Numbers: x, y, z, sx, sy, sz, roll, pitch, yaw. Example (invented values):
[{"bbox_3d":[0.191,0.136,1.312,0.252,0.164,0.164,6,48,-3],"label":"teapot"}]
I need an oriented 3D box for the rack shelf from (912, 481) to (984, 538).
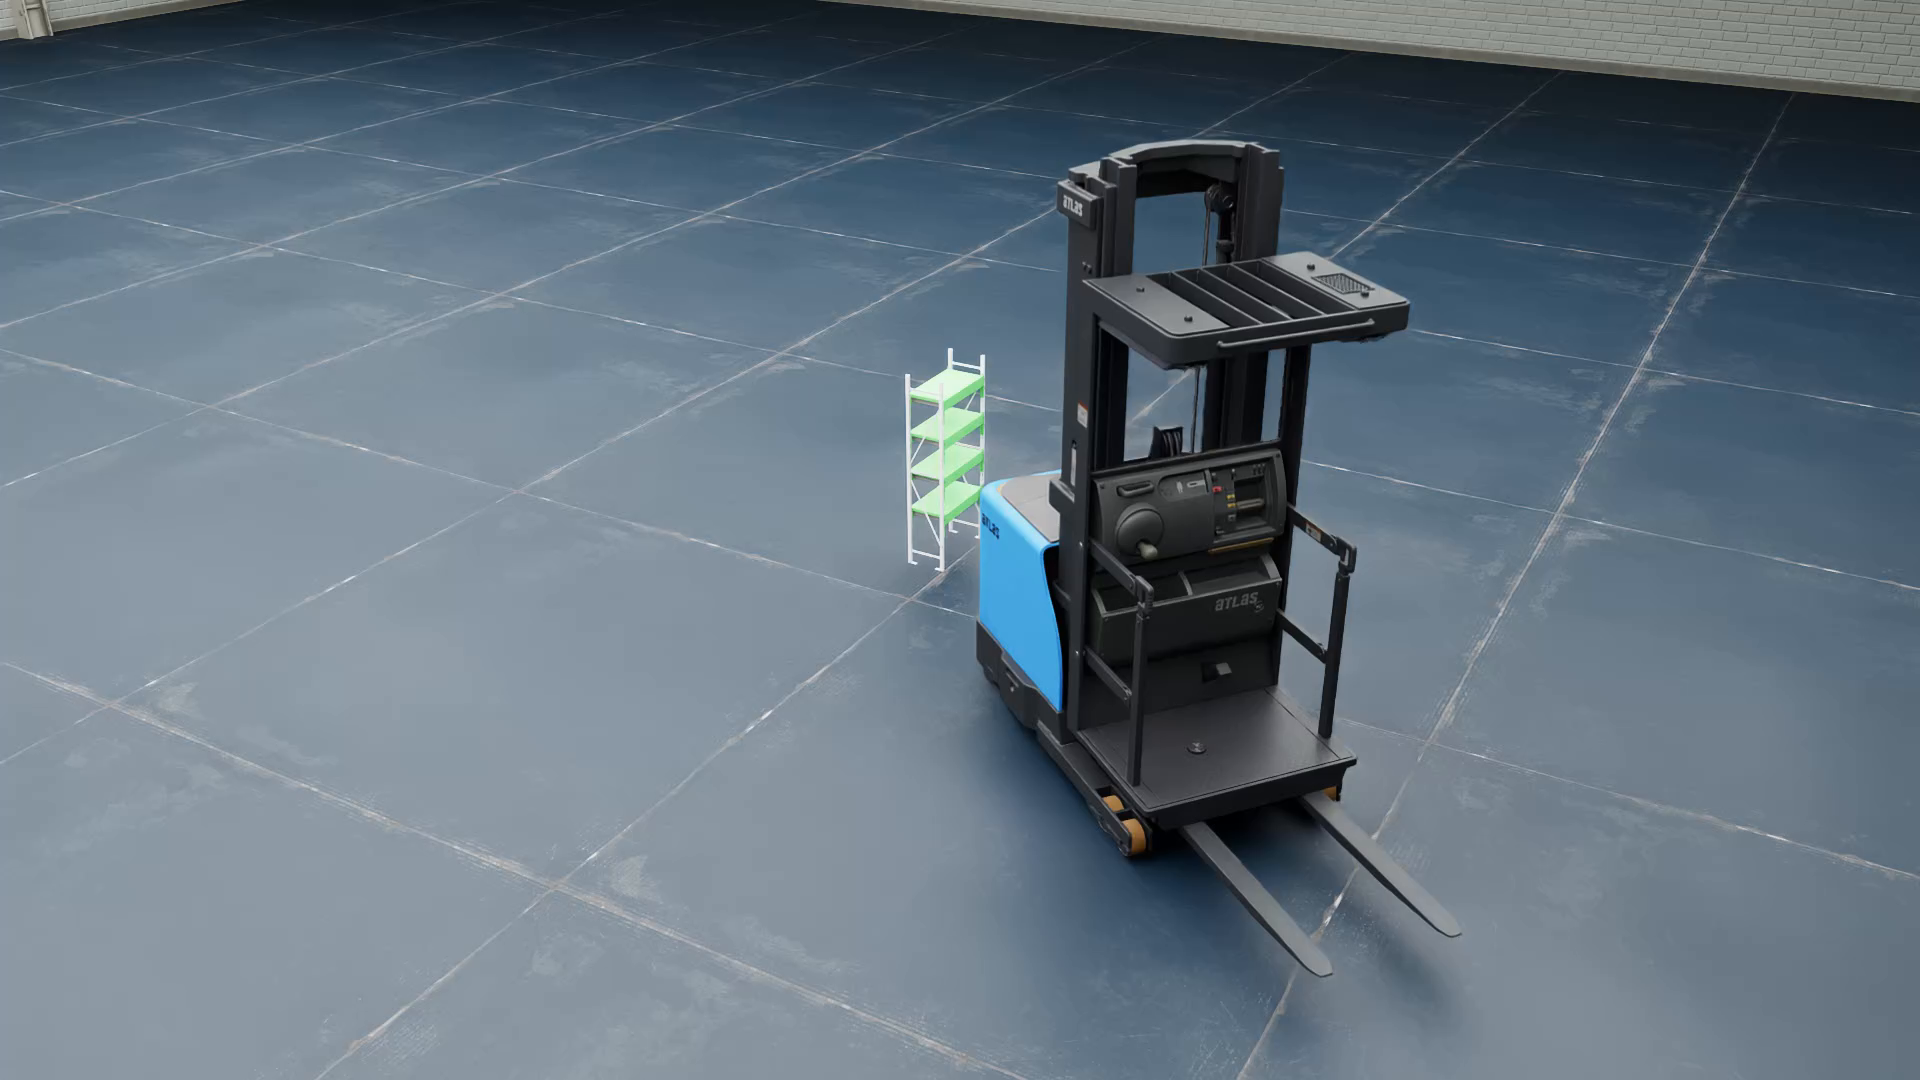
[{"bbox_3d":[-0.081,-0.200,9.989,0.258,0.148,0.480,14,30,26],"label":"rack shelf"}]

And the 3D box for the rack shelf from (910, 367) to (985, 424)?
[{"bbox_3d":[-0.081,-0.844,9.666,0.258,0.148,0.480,14,30,26],"label":"rack shelf"}]

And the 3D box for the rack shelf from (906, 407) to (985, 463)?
[{"bbox_3d":[-0.081,-0.629,9.774,0.258,0.148,0.480,14,30,26],"label":"rack shelf"}]

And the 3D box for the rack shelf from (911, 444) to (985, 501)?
[{"bbox_3d":[-0.081,-0.415,9.881,0.258,0.148,0.480,14,30,26],"label":"rack shelf"}]

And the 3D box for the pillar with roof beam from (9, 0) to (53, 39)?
[{"bbox_3d":[-10.672,-10.935,22.042,9.100,9.000,0.400,14,30,26],"label":"pillar with roof beam"}]

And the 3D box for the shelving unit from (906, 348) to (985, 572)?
[{"bbox_3d":[-0.081,-0.472,9.853,0.258,1.200,0.503,14,30,26],"label":"shelving unit"}]

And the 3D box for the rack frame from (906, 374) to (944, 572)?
[{"bbox_3d":[-0.201,-0.377,9.663,0.240,1.200,0.015,14,30,26],"label":"rack frame"}]

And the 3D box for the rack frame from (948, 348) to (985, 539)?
[{"bbox_3d":[0.039,-0.567,10.043,0.240,1.200,0.015,14,30,26],"label":"rack frame"}]

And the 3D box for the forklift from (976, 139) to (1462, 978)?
[{"bbox_3d":[1.117,-0.114,7.204,1.130,2.935,3.031,-10,28,-20],"label":"forklift"}]
